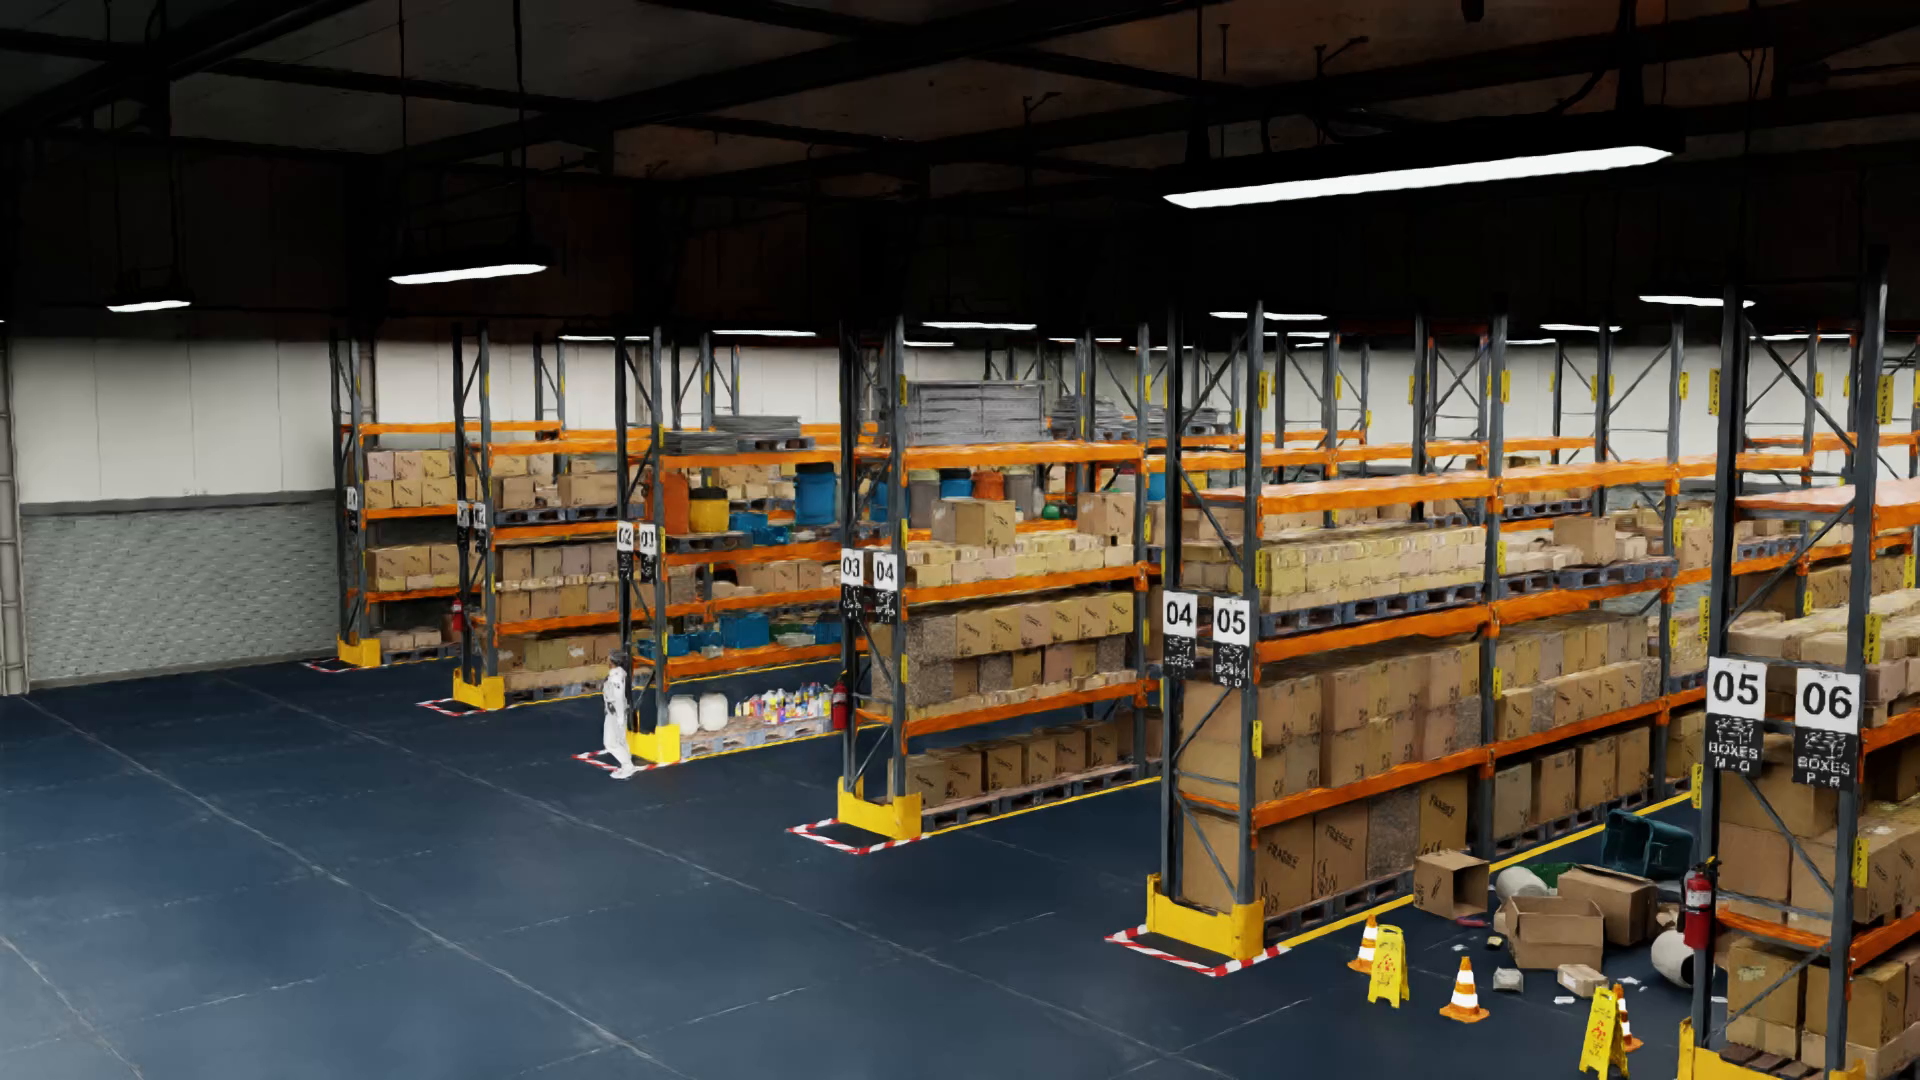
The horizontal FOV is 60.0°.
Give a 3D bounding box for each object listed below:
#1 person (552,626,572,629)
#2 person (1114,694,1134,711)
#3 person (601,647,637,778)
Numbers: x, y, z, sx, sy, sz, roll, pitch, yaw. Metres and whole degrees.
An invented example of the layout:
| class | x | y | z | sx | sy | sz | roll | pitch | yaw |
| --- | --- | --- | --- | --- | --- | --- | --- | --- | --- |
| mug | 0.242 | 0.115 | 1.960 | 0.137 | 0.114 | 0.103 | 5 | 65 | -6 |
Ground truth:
| class | x | y | z | sx | sy | sz | roll | pitch | yaw |
| --- | --- | --- | --- | --- | --- | --- | --- | --- | --- |
| person | -6.953 | 1.400 | 29.066 | 0.763 | 1.761 | 0.588 | -1 | 6 | -11 |
| person | 2.459 | 2.001 | 23.942 | 0.532 | 1.625 | 0.592 | -5 | 8 | -43 |
| person | -4.360 | 2.228 | 21.330 | 0.453 | 1.667 | 0.596 | 0 | 6 | 1 |
